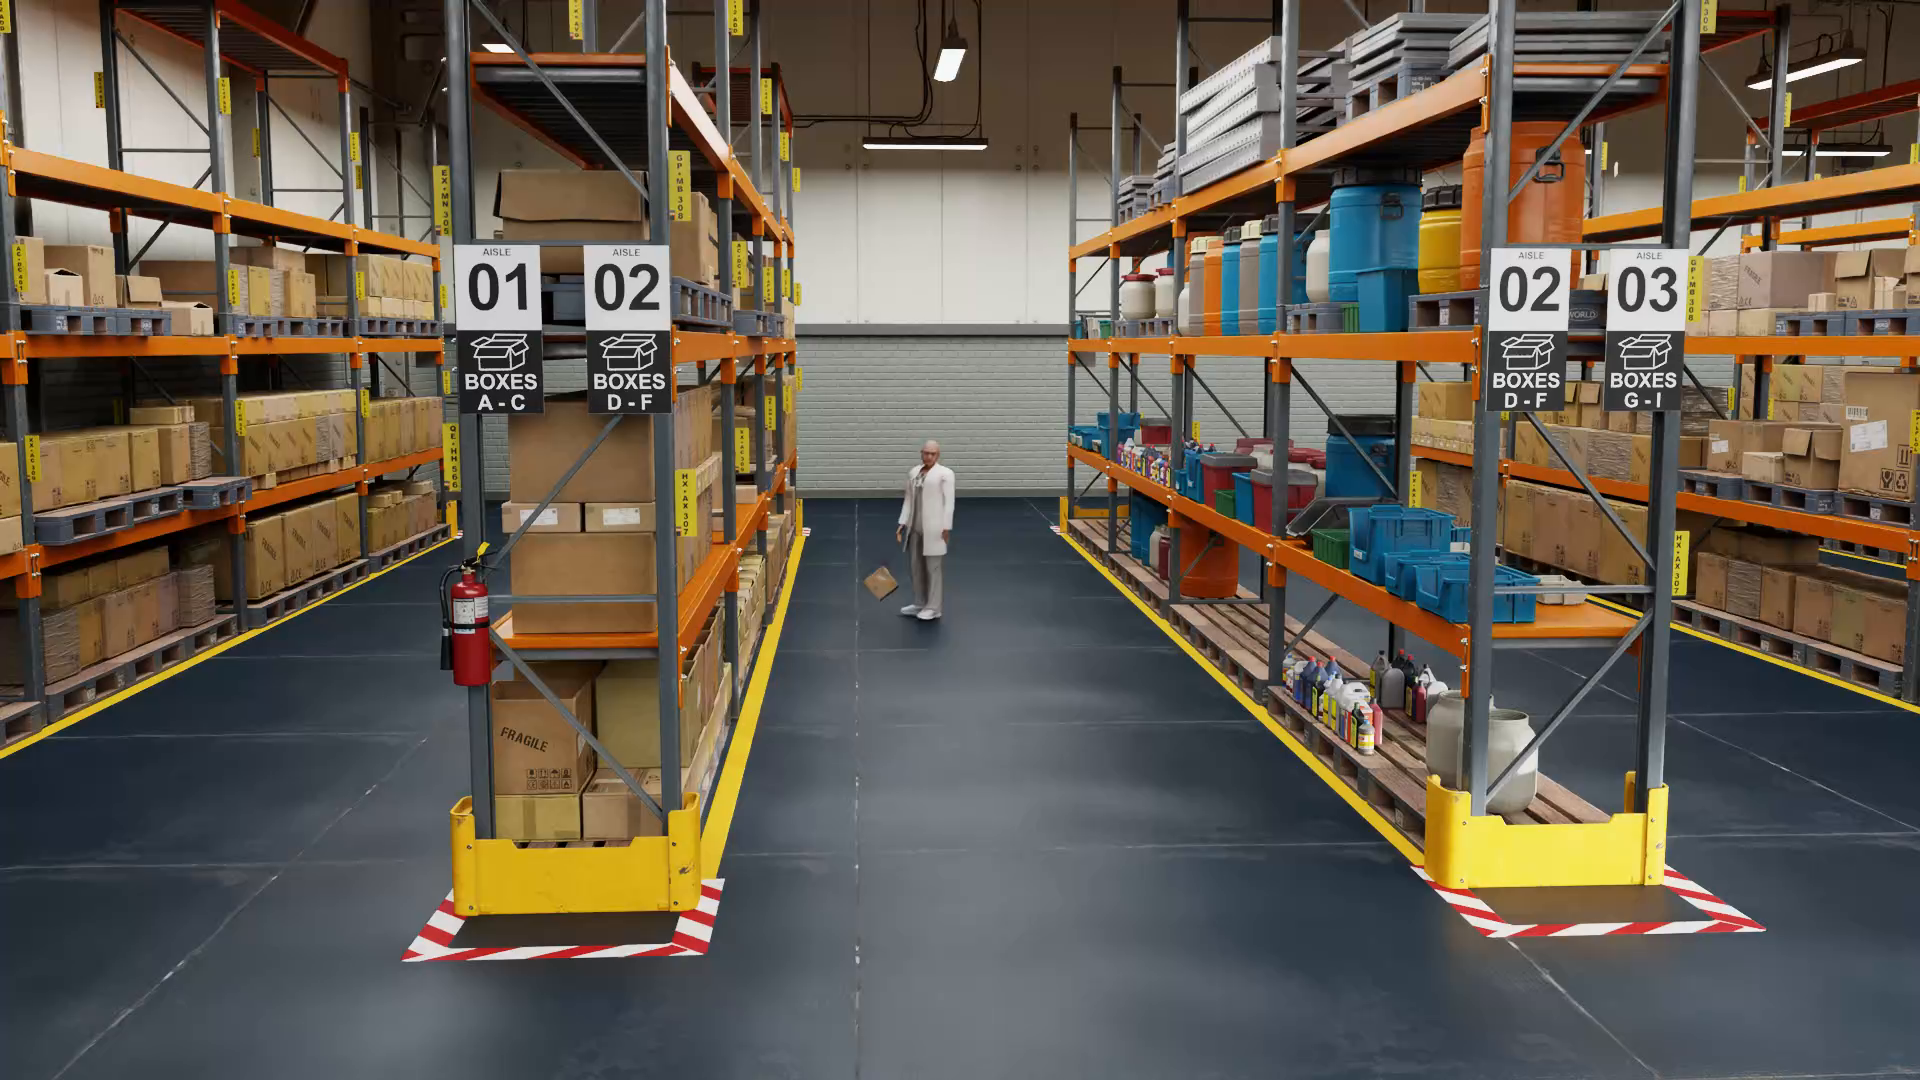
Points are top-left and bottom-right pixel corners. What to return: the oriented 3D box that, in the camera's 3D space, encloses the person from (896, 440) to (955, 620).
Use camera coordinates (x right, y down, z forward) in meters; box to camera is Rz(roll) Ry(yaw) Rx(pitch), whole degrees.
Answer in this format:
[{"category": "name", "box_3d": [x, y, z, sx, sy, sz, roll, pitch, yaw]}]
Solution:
[{"category": "person", "box_3d": [-0.368, -0.105, 16.551, 0.720, 1.781, 0.445, 6, 9, 40]}]
